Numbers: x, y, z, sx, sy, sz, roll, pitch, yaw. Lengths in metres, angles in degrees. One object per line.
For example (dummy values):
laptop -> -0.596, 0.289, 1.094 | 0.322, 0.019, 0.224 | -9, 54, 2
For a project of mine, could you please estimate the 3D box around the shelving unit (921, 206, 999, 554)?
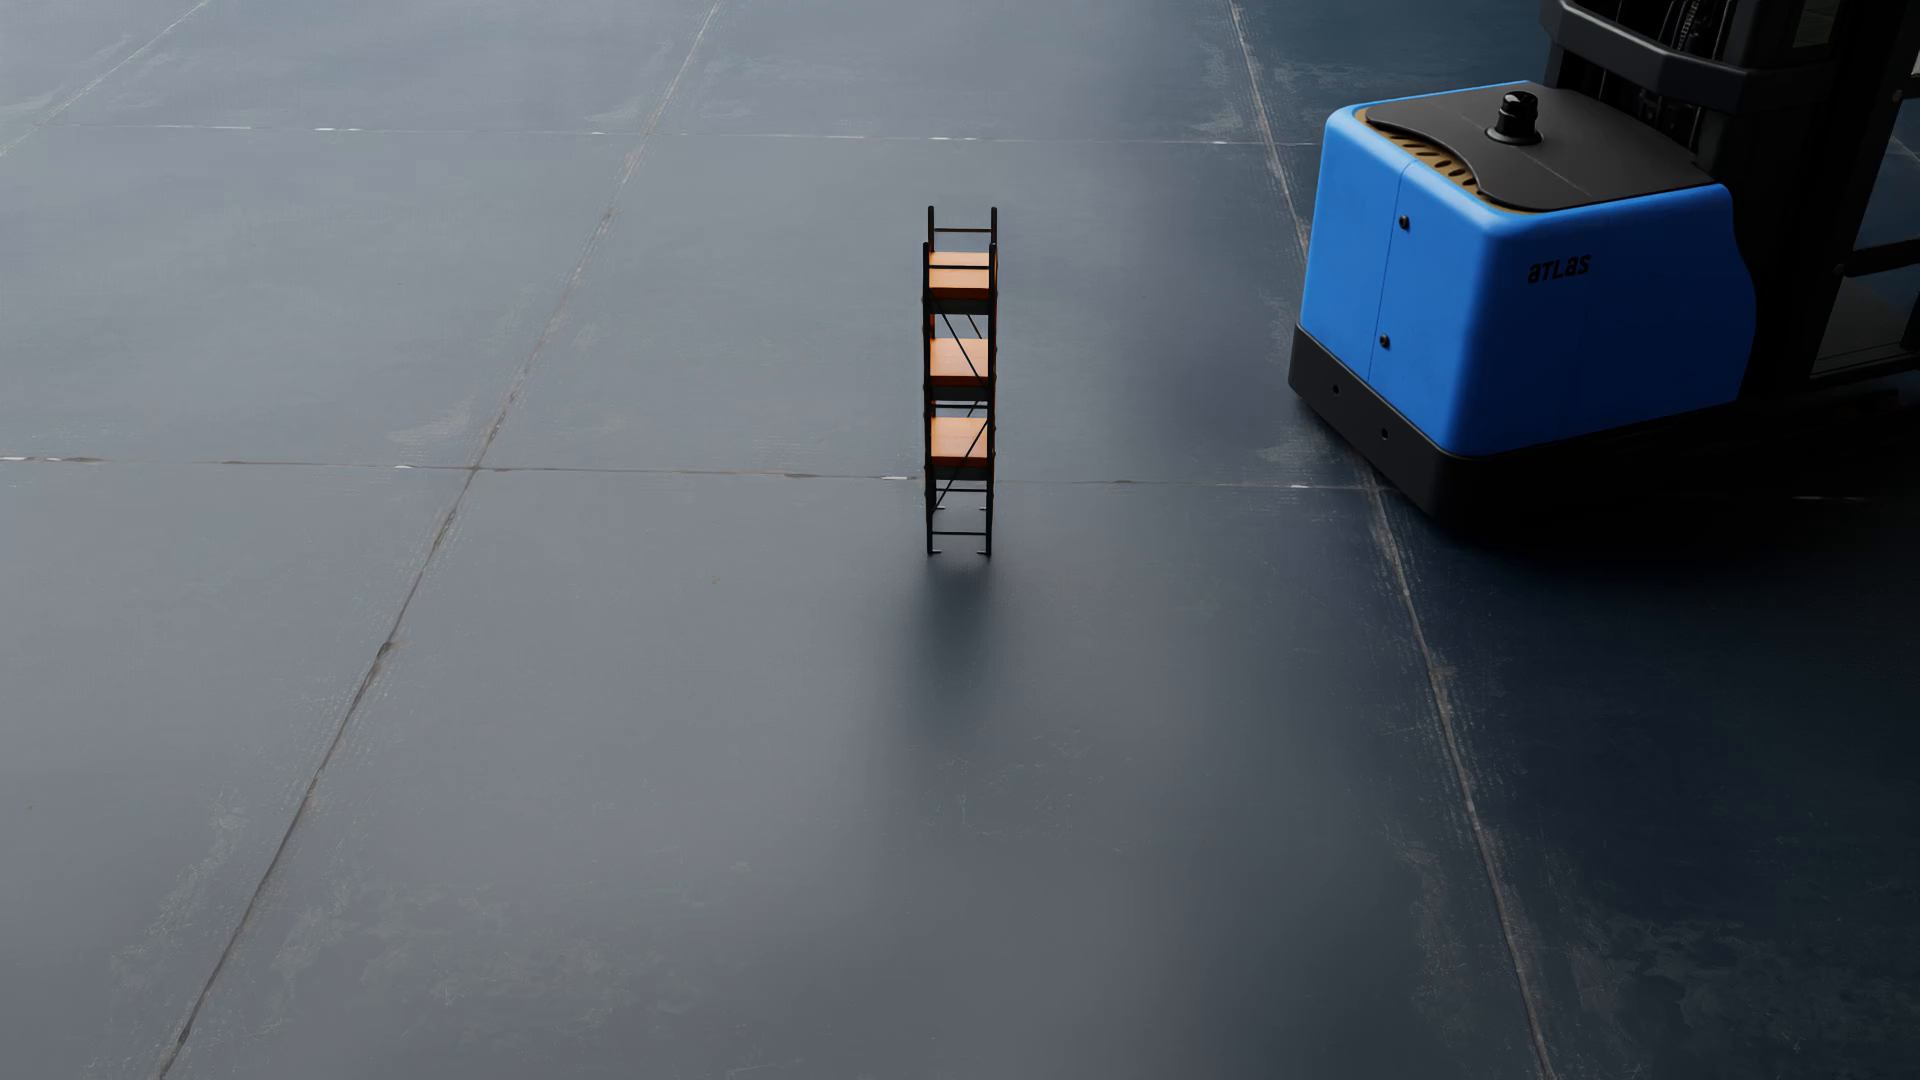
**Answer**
shelving unit -> 0.002, -0.460, 4.992 | 0.215, 1.050, 0.252 | 1, 35, 2

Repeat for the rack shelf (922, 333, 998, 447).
rack shelf -> 0.002, -0.452, 4.998 | 0.215, 0.259, 0.240 | 1, 35, 2

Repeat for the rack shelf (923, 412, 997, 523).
rack shelf -> 0.002, -0.224, 5.158 | 0.215, 0.259, 0.240 | 1, 35, 2

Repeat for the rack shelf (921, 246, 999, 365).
rack shelf -> 0.002, -0.684, 4.835 | 0.215, 0.259, 0.240 | 1, 35, 2

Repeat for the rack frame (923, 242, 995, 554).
rack frame -> -0.003, -0.390, 4.892 | 0.200, 1.050, 0.008 | 1, 35, 2

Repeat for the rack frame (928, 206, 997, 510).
rack frame -> 0.007, -0.530, 5.092 | 0.200, 1.050, 0.008 | 1, 35, 2

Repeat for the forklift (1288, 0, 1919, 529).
forklift -> 2.739, -1.756, 5.200 | 3.031, 2.935, 1.130 | -12, 37, -17
